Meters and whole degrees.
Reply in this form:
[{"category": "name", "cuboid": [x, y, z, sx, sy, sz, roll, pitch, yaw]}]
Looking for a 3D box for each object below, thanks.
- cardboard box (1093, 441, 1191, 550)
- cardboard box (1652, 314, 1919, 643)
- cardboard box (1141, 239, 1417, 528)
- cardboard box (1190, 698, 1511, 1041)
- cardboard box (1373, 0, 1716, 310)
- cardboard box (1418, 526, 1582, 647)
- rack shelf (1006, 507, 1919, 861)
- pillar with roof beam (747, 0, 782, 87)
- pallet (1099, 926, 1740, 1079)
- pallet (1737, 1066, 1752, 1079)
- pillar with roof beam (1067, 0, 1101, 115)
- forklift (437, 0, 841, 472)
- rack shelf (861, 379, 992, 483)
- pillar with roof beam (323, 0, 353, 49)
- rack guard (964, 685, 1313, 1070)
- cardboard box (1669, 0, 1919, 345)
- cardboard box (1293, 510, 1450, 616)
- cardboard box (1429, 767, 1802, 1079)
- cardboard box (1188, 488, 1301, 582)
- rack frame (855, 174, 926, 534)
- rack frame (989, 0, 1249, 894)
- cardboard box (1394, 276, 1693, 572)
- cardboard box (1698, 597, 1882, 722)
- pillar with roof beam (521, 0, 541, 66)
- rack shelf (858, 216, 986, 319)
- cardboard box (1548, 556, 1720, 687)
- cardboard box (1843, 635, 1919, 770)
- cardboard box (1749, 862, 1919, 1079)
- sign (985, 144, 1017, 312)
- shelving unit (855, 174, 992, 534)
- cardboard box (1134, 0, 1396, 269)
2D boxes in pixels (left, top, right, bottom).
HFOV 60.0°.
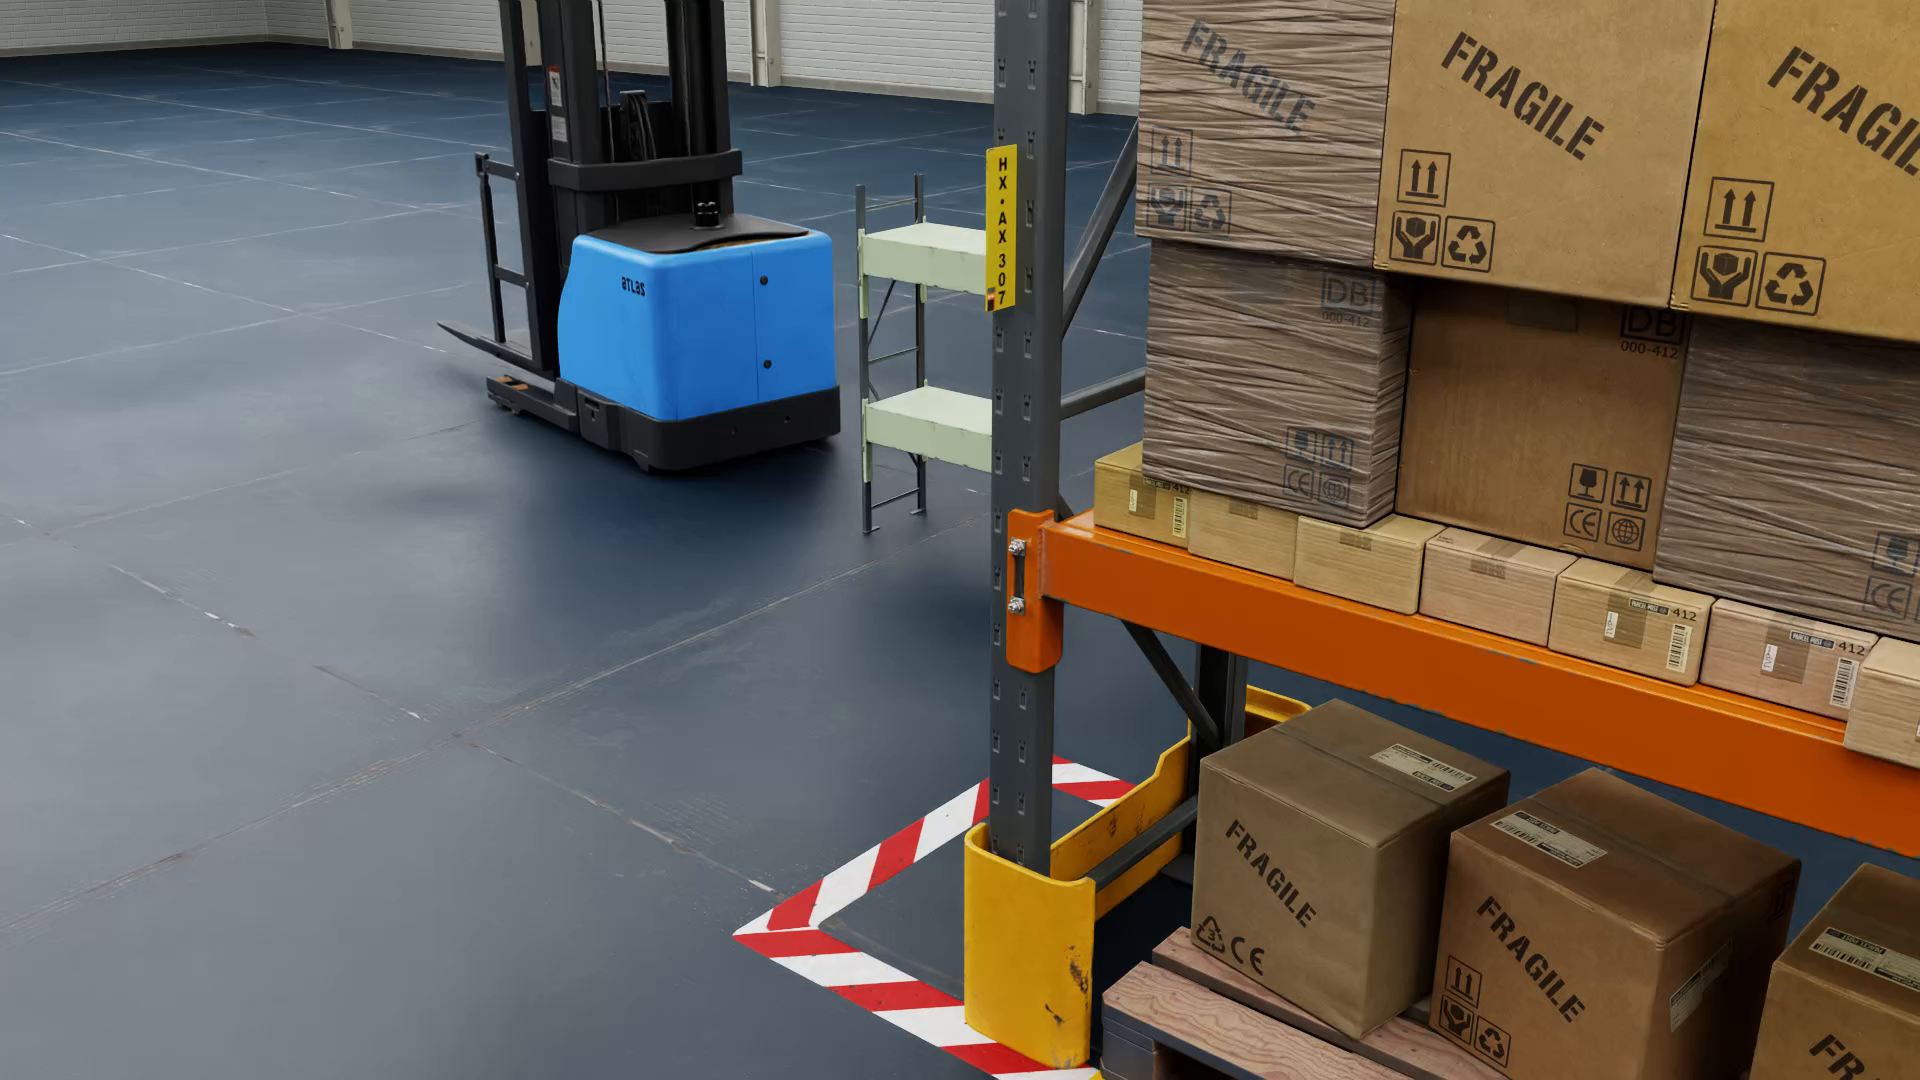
[{"category": "cardboard box", "cuboid": [0.498, -0.125, 3.604, 0.250, 0.149, 0.380, 16, 26, 36]}, {"category": "cardboard box", "cuboid": [1.660, -0.225, 2.950, 0.500, 0.500, 0.875, 16, 26, 36]}, {"category": "cardboard box", "cuboid": [0.837, -0.427, 3.486, 0.500, 0.500, 0.875, 16, 26, 36]}, {"category": "cardboard box", "cuboid": [0.901, 0.746, 3.886, 0.500, 0.500, 0.500, -17, 26, -37]}, {"category": "cardboard box", "cuboid": [1.065, -0.714, 2.831, 0.500, 0.500, 0.500, 16, 26, 36]}, {"category": "cardboard box", "cuboid": [1.071, 0.046, 3.150, 0.250, 0.149, 0.380, 16, 26, 36]}, {"category": "rack shelf", "cuboid": [1.977, 0.412, 2.845, 4.000, 0.370, 1.077, 16, 26, 36]}, {"category": "pillar with roof beam", "cuboid": [-5.754, -10.160, 21.356, 0.400, 9.000, 9.100, 16, 26, 36]}, {"category": "pallet", "cuboid": [1.094, 1.142, 3.842, 1.213, 0.211, 1.003, 16, 26, 36]}, {"category": "pallet", "cuboid": [2.035, 1.414, 3.120, 1.213, 0.211, 1.003, 16, 26, 36]}, {"category": "pillar with roof beam", "cuboid": [-1.106, -8.821, 17.806, 0.400, 9.000, 9.100, 16, 26, 36]}, {"category": "forklift", "cuboid": [-1.933, -2.145, 8.702, 1.130, 2.935, 3.031, -16, 26, -37]}, {"category": "rack shelf", "cuboid": [-0.005, -0.398, 7.023, 0.720, 0.370, 0.431, 16, 26, 36]}, {"category": "pillar with roof beam", "cuboid": [-15.051, -12.837, 28.455, 0.400, 9.000, 9.100, 16, 26, 36]}, {"category": "rack guard", "cuboid": [0.487, 0.816, 4.297, 0.348, 0.500, 1.175, 16, 26, 36]}, {"category": "cardboard box", "cuboid": [1.453, -0.603, 2.536, 0.500, 0.500, 0.500, 16, 26, 36]}, {"category": "cardboard box", "cuboid": [0.864, -0.004, 3.283, 0.250, 0.149, 0.380, 16, 26, 36]}, {"category": "cardboard box", "cuboid": [1.386, 0.870, 3.558, 0.500, 0.500, 0.500, -14, 25, -33]}, {"category": "cardboard box", "cuboid": [0.680, -0.064, 3.442, 0.250, 0.149, 0.380, 16, 26, 36]}, {"category": "rack frame", "cuboid": [-0.289, -0.785, 7.124, 0.023, 1.500, 0.400, 16, 26, 36]}, {"category": "rack frame", "cuboid": [0.428, -0.371, 3.901, 0.127, 3.000, 1.000, 16, 26, 36]}, {"category": "cardboard box", "cuboid": [1.300, -0.348, 3.277, 0.500, 0.500, 0.875, 16, 26, 36]}, {"category": "cardboard box", "cuboid": [1.471, 0.152, 2.869, 0.250, 0.149, 0.380, 16, 26, 36]}, {"category": "pillar with roof beam", "cuboid": [-10.402, -11.498, 24.906, 0.400, 9.000, 9.100, 16, 26, 36]}, {"category": "rack shelf", "cuboid": [-0.005, -1.068, 6.770, 0.720, 0.370, 0.431, 16, 26, 36]}, {"category": "cardboard box", "cuboid": [1.260, 0.104, 2.997, 0.250, 0.149, 0.380, 16, 26, 36]}, {"category": "cardboard box", "cuboid": [1.599, 0.236, 2.646, 0.250, 0.149, 0.380, 16, 26, 36]}, {"category": "cardboard box", "cuboid": [1.859, 1.015, 3.173, 0.500, 0.500, 0.500, 19, 28, 41]}, {"category": "sign", "cuboid": [0.085, -0.628, 3.355, 0.005, 0.325, 0.100, 16, 26, 36]}, {"category": "shelving unit", "cuboid": [-0.005, -0.703, 6.907, 0.755, 1.500, 0.431, 16, 26, 36]}, {"category": "cardboard box", "cuboid": [0.682, -0.828, 3.131, 0.500, 0.500, 0.500, 16, 26, 36]}]
